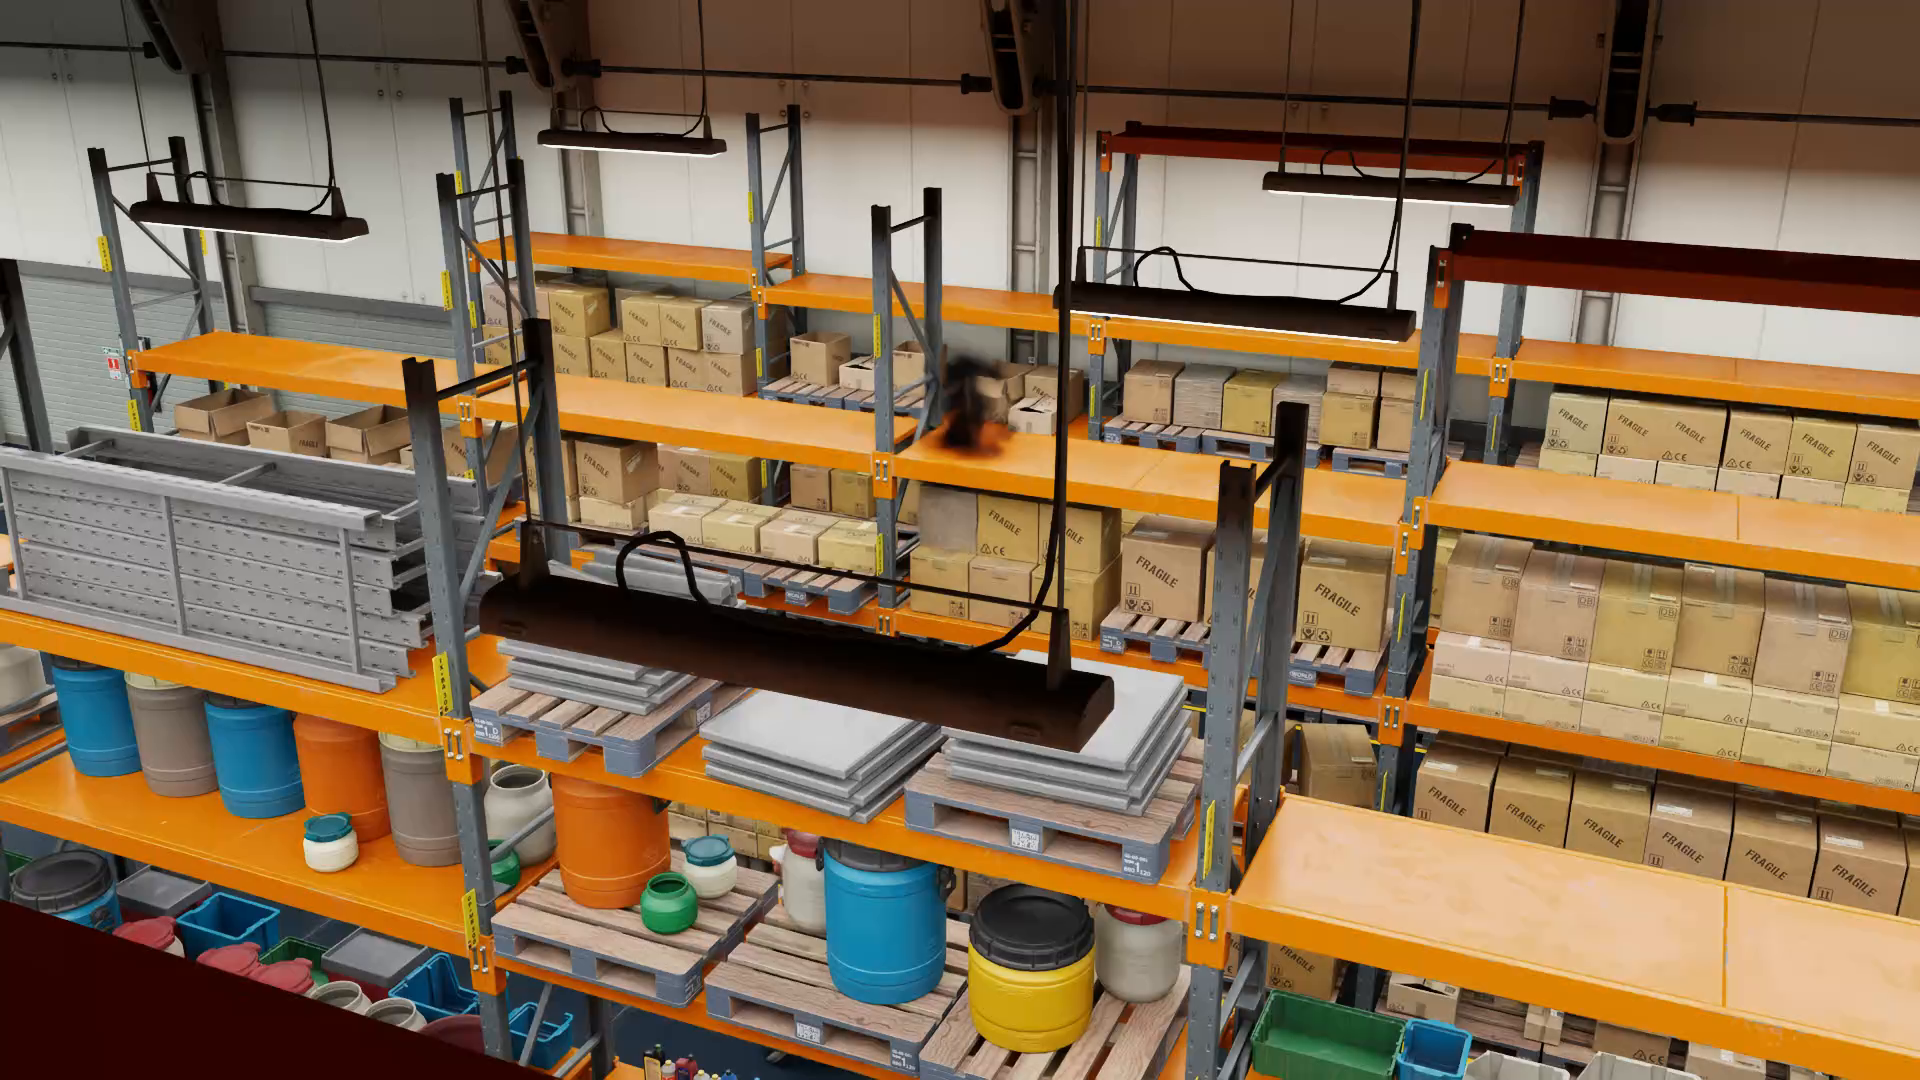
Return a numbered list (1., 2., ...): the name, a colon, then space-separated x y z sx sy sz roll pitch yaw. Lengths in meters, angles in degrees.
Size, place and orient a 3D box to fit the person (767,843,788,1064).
1. person: -1.211 3.016 12.146 0.749 1.825 0.635 7 22 18
